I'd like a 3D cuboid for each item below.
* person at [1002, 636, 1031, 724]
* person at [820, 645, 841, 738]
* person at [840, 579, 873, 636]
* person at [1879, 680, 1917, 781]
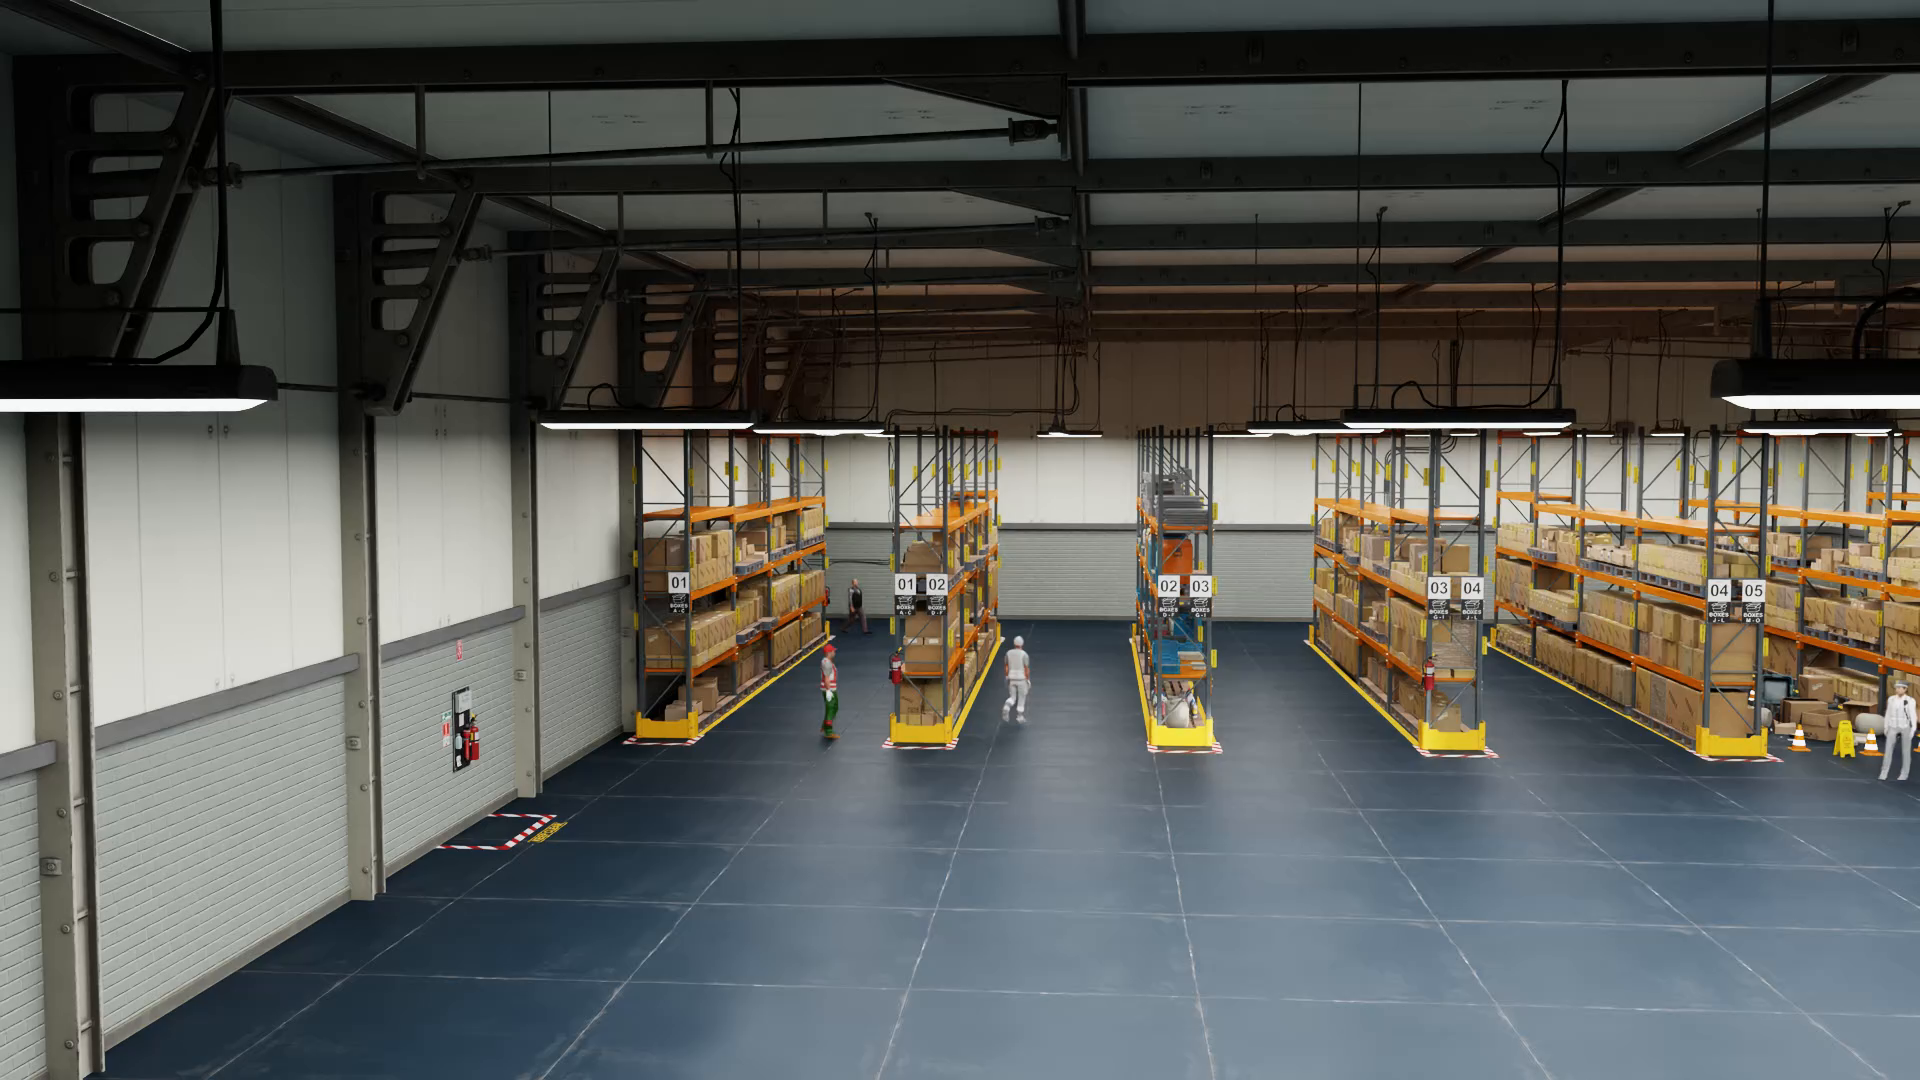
[{"bbox_3d":[1.139,2.813,33.419,0.556,1.778,0.642,3,4,37],"label":"person"},{"bbox_3d":[-2.495,2.917,32.027,0.389,1.813,0.647,0,3,-6],"label":"person"},{"bbox_3d":[-3.049,1.972,48.777,1.005,1.677,0.656,2,4,26],"label":"person"},{"bbox_3d":[15.790,3.199,27.988,0.517,1.702,0.491,-3,4,-39],"label":"person"}]
